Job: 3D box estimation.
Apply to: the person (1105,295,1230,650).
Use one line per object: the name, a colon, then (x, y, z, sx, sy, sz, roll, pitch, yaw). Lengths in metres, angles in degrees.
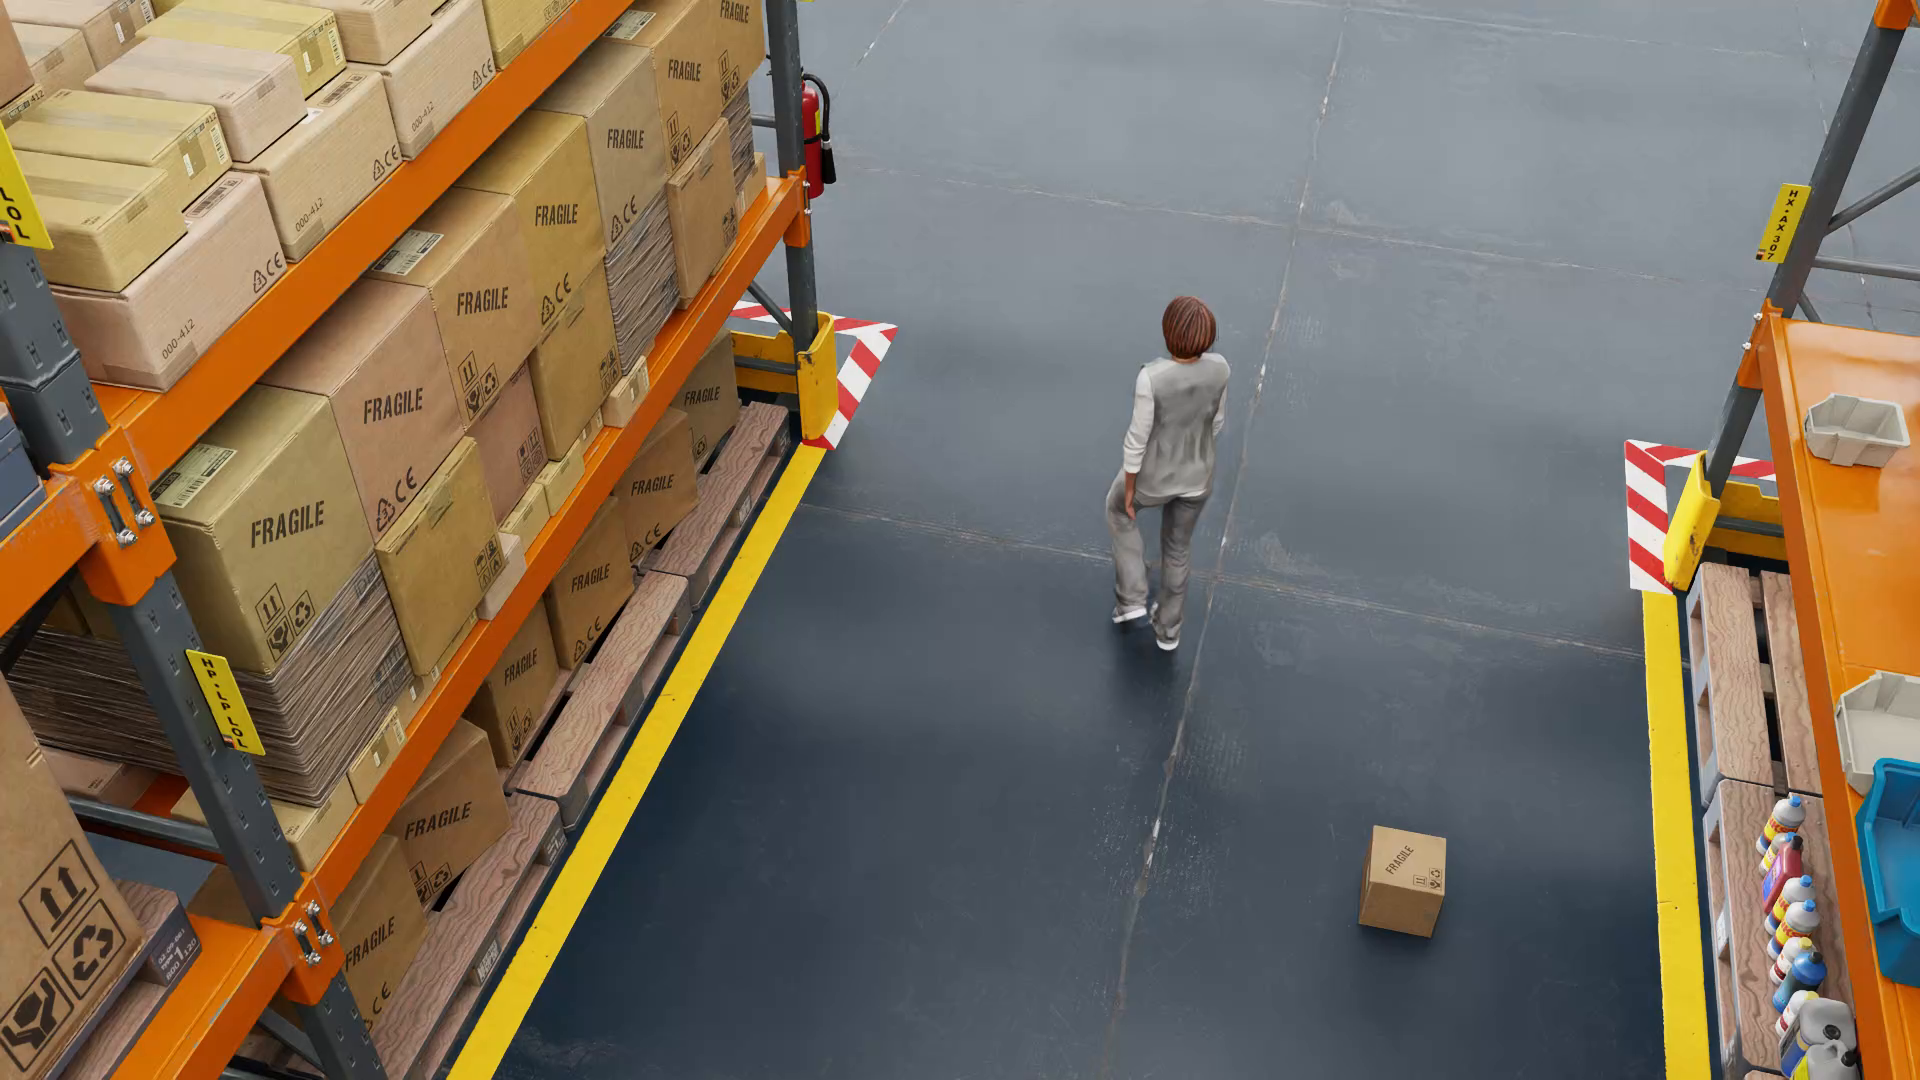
person: (0.800, -0.244, 6.424, 0.422, 1.622, 0.449, -8, 42, -9)
